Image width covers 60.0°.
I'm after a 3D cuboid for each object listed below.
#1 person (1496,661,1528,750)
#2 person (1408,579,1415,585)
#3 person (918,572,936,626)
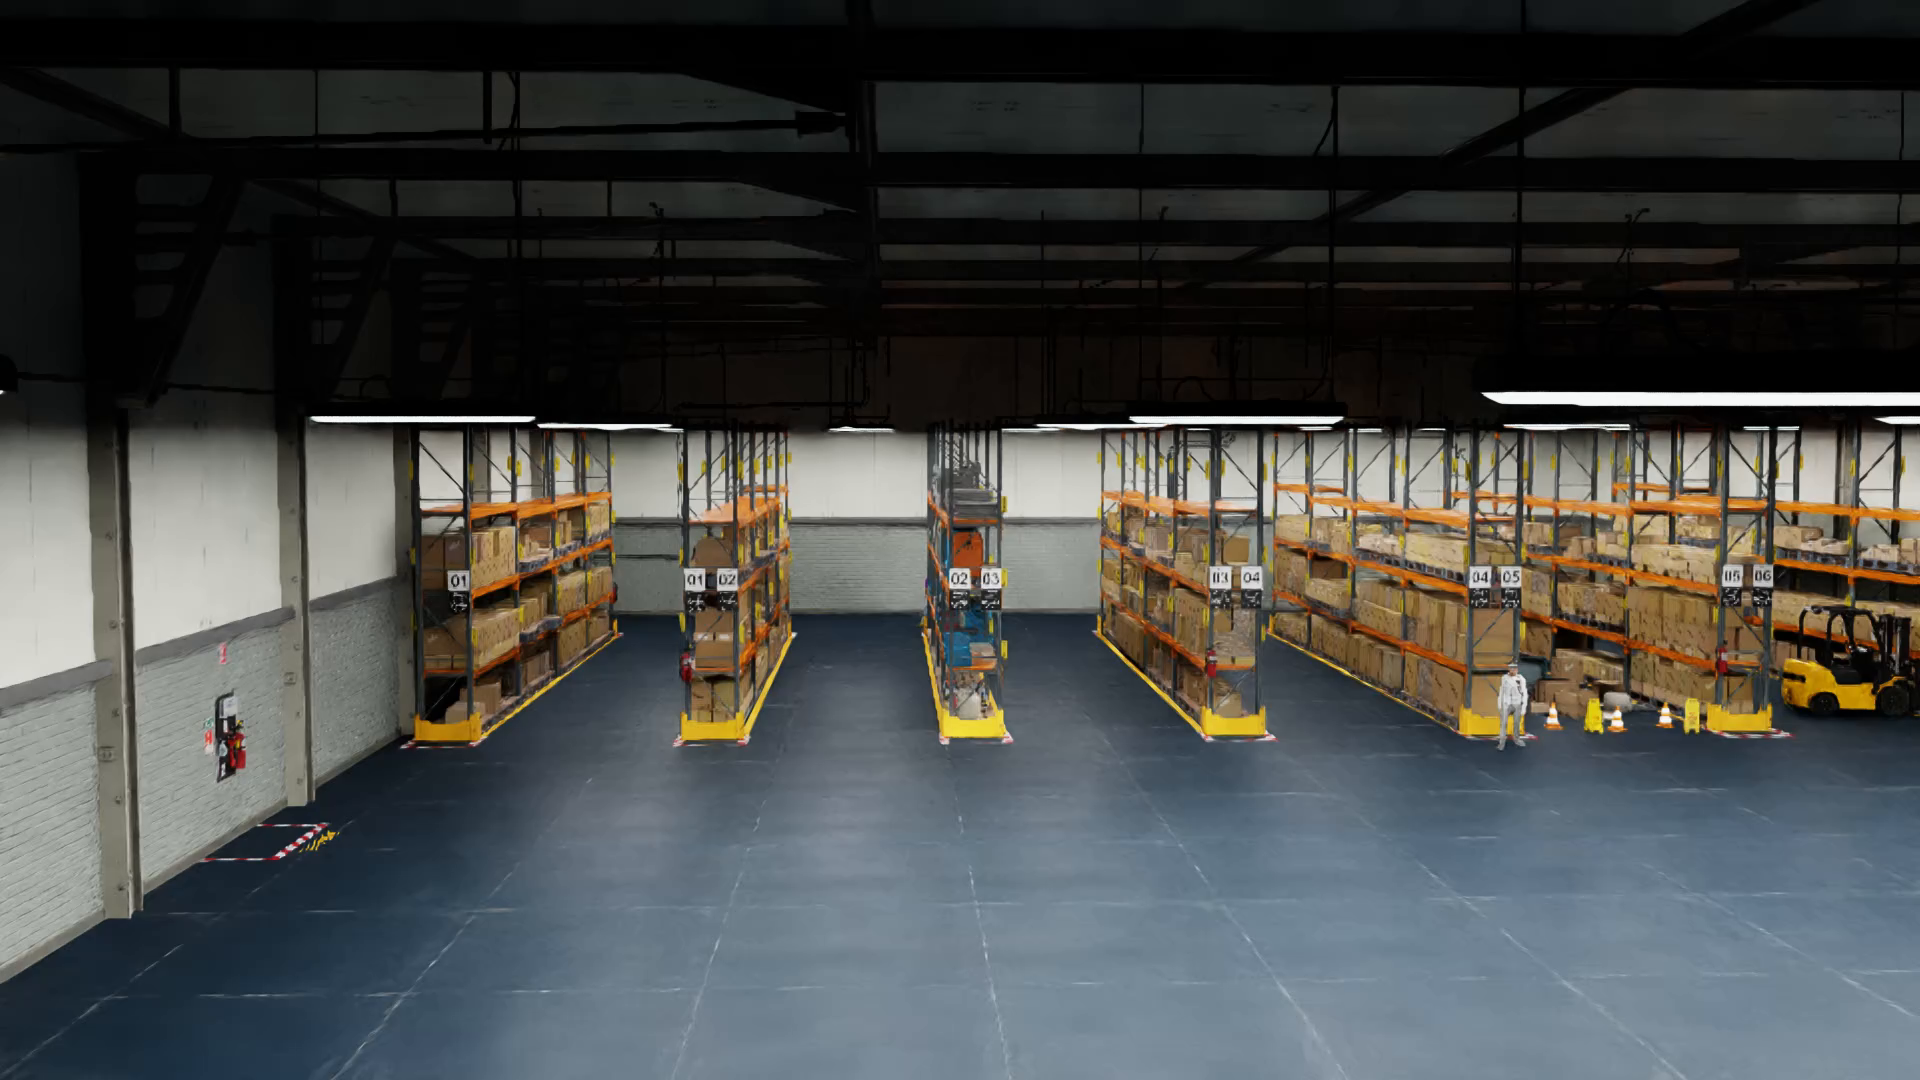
[{"bbox_3d":[10.014,2.976,30.146,0.525,1.619,0.927,1,4,22],"label":"person"},{"bbox_3d":[13.385,1.660,49.927,0.469,1.713,0.695,2,4,26],"label":"person"},{"bbox_3d":[-0.900,1.682,49.443,0.474,1.762,0.723,3,5,44],"label":"person"}]
